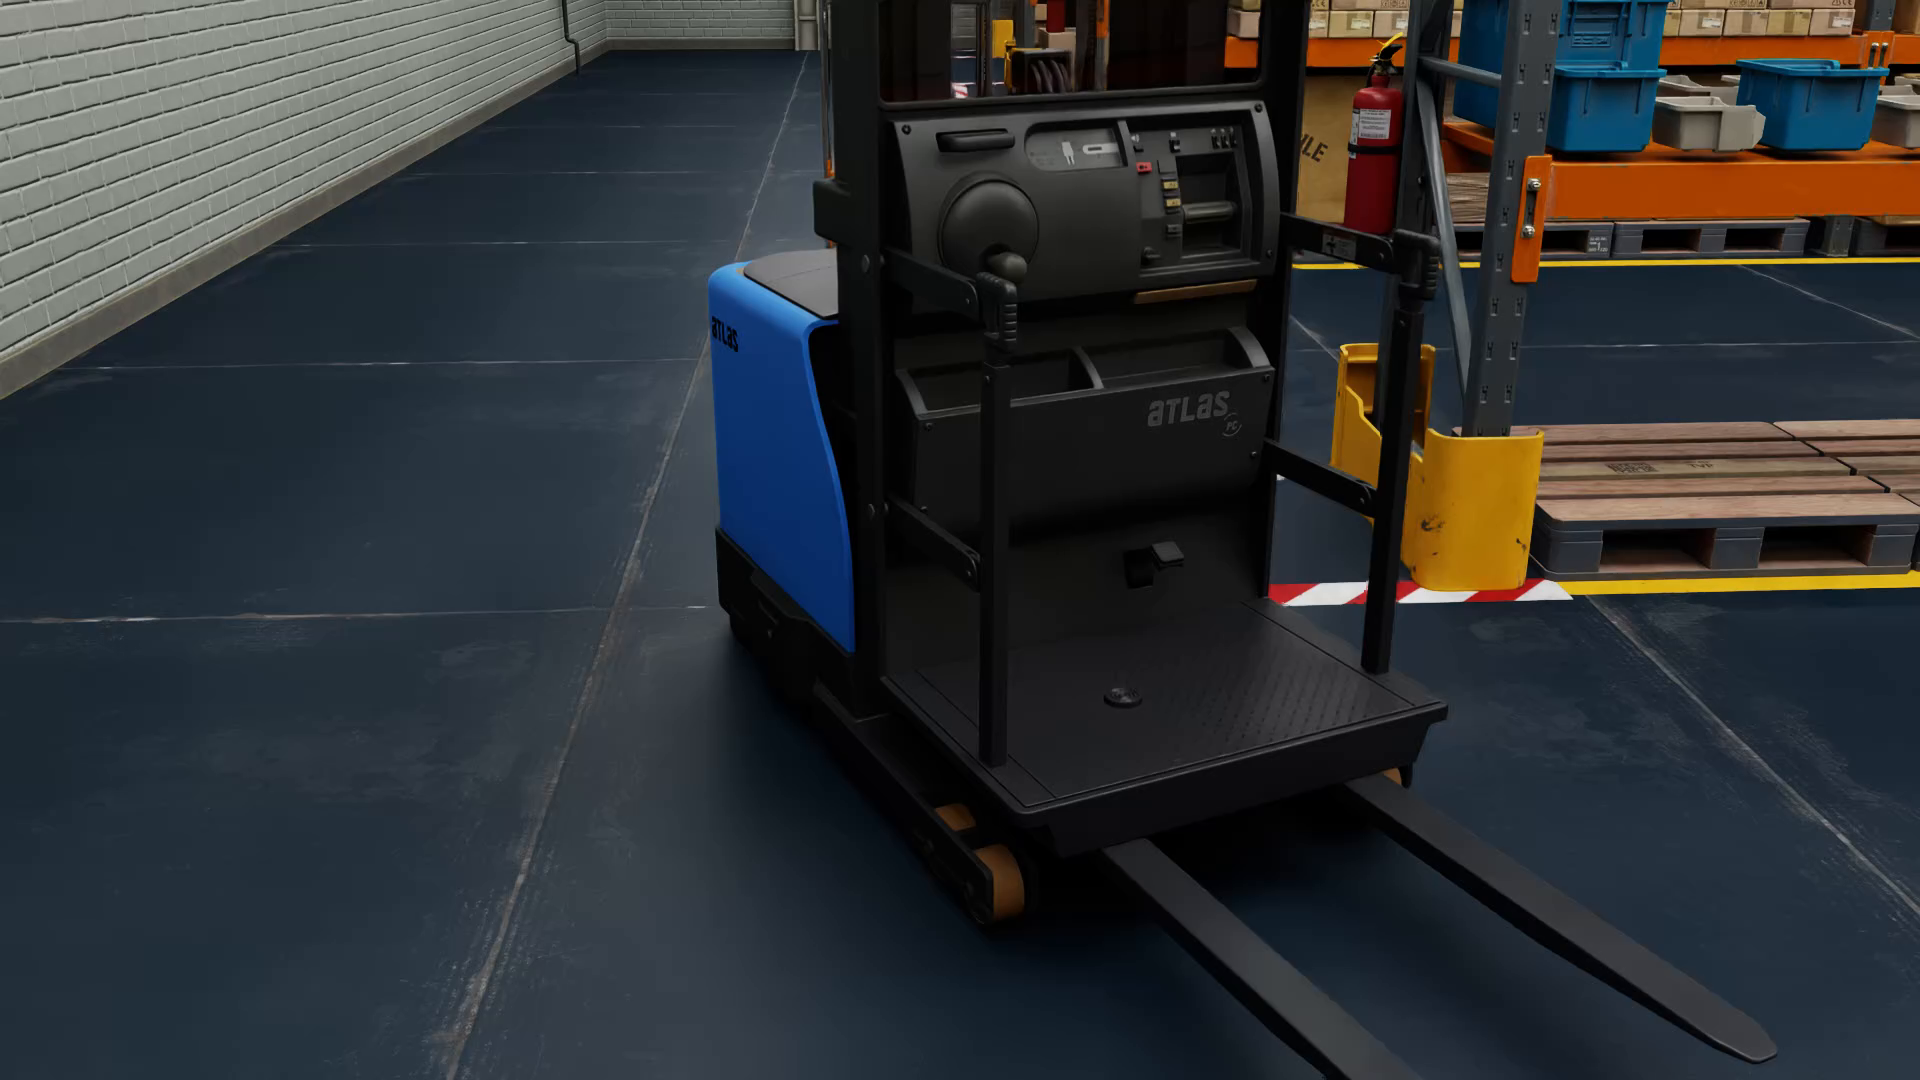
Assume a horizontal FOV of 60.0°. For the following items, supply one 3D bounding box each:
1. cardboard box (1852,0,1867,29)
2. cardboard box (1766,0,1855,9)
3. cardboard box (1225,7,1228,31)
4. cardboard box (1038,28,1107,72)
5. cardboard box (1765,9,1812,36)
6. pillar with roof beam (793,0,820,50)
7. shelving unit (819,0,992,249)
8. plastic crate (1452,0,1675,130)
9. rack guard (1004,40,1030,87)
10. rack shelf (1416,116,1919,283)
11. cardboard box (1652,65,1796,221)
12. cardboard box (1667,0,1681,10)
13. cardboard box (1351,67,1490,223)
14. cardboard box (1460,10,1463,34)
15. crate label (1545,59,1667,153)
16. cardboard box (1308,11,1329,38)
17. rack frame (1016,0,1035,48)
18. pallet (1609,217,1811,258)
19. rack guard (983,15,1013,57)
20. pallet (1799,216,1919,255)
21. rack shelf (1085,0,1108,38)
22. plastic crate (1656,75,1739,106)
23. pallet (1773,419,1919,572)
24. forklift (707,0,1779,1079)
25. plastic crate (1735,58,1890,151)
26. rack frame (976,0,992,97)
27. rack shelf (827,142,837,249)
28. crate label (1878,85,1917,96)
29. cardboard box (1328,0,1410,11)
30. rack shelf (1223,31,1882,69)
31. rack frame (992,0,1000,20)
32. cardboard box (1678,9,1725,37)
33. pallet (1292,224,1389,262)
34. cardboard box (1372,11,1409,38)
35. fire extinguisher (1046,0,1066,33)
[{"bbox_3d":[5.771,-3.449,10.324,0.500,0.500,0.500,-1,21,-3],"label":"cardboard box"},{"bbox_3d":[4.893,-3.262,9.767,0.500,0.250,0.500,-2,21,-4],"label":"cardboard box"},{"bbox_3d":[1.662,-3.221,10.219,0.250,0.149,0.380,-1,21,-2],"label":"cardboard box"},{"bbox_3d":[1.413,-5.783,19.604,0.875,0.438,0.875,-2,21,-5],"label":"cardboard box"},{"bbox_3d":[4.776,-3.050,9.770,0.250,0.149,0.380,-1,21,-2],"label":"cardboard box"},{"bbox_3d":[-2.025,-10.038,19.339,0.400,9.000,9.100,-1,21,-3],"label":"pillar with roof beam"},{"bbox_3d":[-0.172,-0.981,5.247,0.503,2.100,0.431,-1,21,-4],"label":"shelving unit"},{"bbox_3d":[1.932,-1.573,5.402,0.499,0.435,0.616,-1,21,-3],"label":"plastic crate"},{"bbox_3d":[0.736,-5.566,19.538,0.348,0.500,1.175,-1,21,-3],"label":"rack guard"},{"bbox_3d":[3.605,-1.159,5.462,4.000,0.370,1.077,-1,21,-3],"label":"rack shelf"},{"bbox_3d":[4.656,-2.514,10.404,0.875,0.875,0.875,-1,21,-3],"label":"cardboard box"},{"bbox_3d":[3.867,-3.241,9.710,0.500,0.250,0.500,-1,21,-2],"label":"cardboard box"},{"bbox_3d":[2.869,-2.478,10.309,0.875,0.875,0.875,-1,21,-3],"label":"cardboard box"},{"bbox_3d":[2.983,-3.014,9.675,0.250,0.149,0.380,-1,21,-4],"label":"cardboard box"},{"bbox_3d":[1.874,-1.293,4.952,0.303,0.233,0.416,-1,21,-3],"label":"crate label"},{"bbox_3d":[1.955,-2.993,9.619,0.250,0.149,0.380,-1,21,-4],"label":"cardboard box"},{"bbox_3d":[0.760,-6.735,19.095,0.127,3.000,1.000,-1,21,-3],"label":"rack frame"},{"bbox_3d":[4.556,-2.005,10.590,1.213,0.211,1.003,-1,21,-3],"label":"pallet"},{"bbox_3d":[0.549,-7.331,24.174,0.348,0.500,1.175,-1,21,-3],"label":"rack guard"},{"bbox_3d":[6.085,-2.035,10.669,1.213,0.211,1.003,-1,21,-3],"label":"pallet"},{"bbox_3d":[3.140,-4.683,14.716,4.000,0.370,1.077,-1,21,-3],"label":"rack shelf"},{"bbox_3d":[2.412,-1.441,5.476,0.243,0.136,0.396,-1,21,-3],"label":"plastic crate"},{"bbox_3d":[3.649,-0.178,5.793,1.213,0.211,1.003,-1,21,-3],"label":"pallet"},{"bbox_3d":[0.391,-0.741,3.447,1.130,2.935,3.031,-10,23,-25],"label":"forklift"},{"bbox_3d":[2.531,-1.306,4.987,0.300,0.233,0.416,-1,21,-3],"label":"plastic crate"},{"bbox_3d":[0.072,-0.988,5.264,0.015,2.100,0.400,-1,21,-4],"label":"rack frame"},{"bbox_3d":[-0.172,-0.969,5.252,0.480,0.518,0.431,-1,21,-4],"label":"rack shelf"},{"bbox_3d":[2.979,-1.456,5.515,0.243,0.136,0.396,-1,21,-3],"label":"crate label"},{"bbox_3d":[2.339,-3.210,9.630,0.500,0.250,0.500,-1,21,-4],"label":"cardboard box"},{"bbox_3d":[3.322,-2.919,10.083,4.000,0.370,1.077,-1,21,-3],"label":"rack shelf"},{"bbox_3d":[0.473,-8.498,23.726,0.127,3.000,1.000,-1,21,-3],"label":"rack frame"},{"bbox_3d":[4.263,-3.040,9.743,0.250,0.149,0.380,-1,21,-2],"label":"cardboard box"},{"bbox_3d":[2.120,-1.955,10.460,1.213,0.211,1.003,-1,21,-3],"label":"pallet"},{"bbox_3d":[2.471,-3.004,9.648,0.250,0.149,0.380,-1,21,-4],"label":"cardboard box"},{"bbox_3d":[0.866,-4.927,14.979,0.183,0.674,0.296,-1,21,-3],"label":"fire extinguisher"}]
